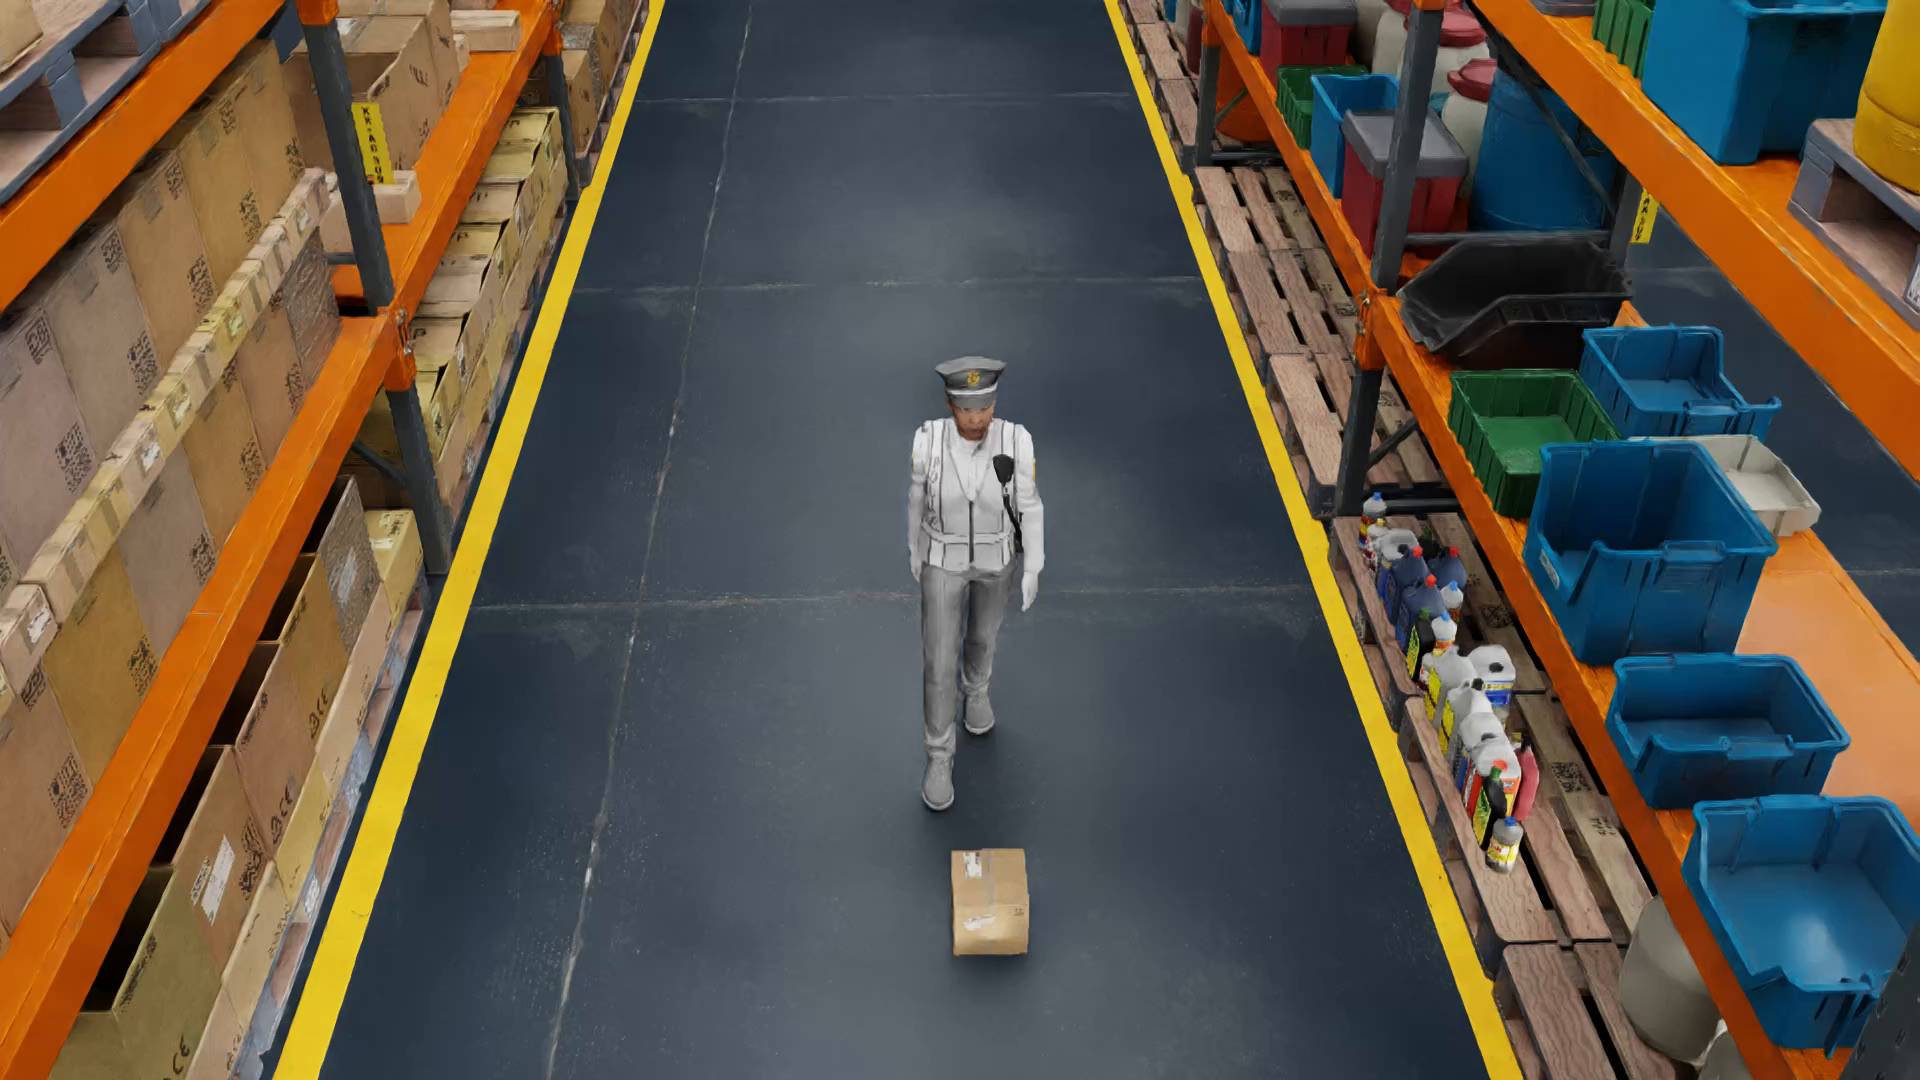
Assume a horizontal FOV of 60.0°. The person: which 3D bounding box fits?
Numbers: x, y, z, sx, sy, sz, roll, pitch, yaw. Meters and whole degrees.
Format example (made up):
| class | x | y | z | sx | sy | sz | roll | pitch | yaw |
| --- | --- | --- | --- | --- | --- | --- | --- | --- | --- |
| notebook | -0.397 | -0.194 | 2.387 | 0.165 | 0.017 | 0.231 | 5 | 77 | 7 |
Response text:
| class | x | y | z | sx | sy | sz | roll | pitch | yaw |
| --- | --- | --- | --- | --- | --- | --- | --- | --- | --- |
| person | 0.064 | 0.116 | 5.940 | 0.482 | 1.674 | 0.686 | -3 | 36 | -4 |
